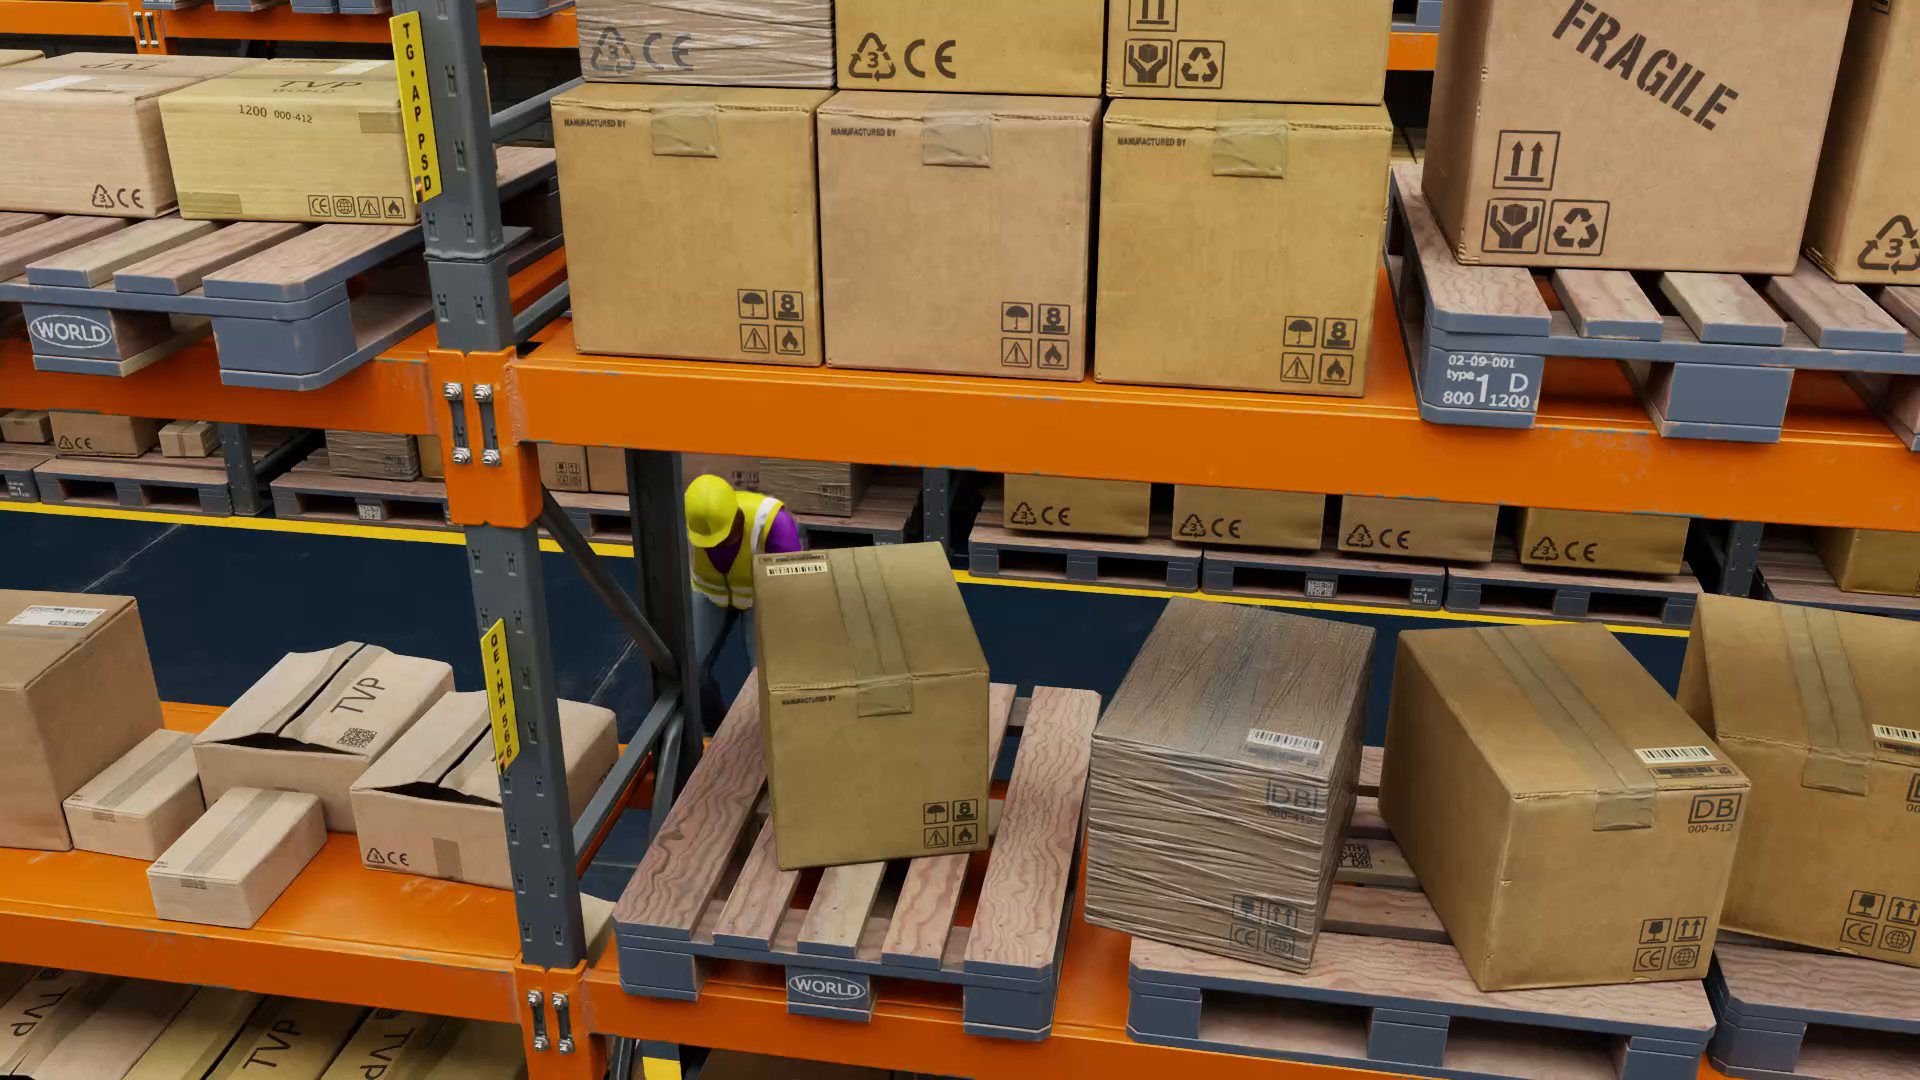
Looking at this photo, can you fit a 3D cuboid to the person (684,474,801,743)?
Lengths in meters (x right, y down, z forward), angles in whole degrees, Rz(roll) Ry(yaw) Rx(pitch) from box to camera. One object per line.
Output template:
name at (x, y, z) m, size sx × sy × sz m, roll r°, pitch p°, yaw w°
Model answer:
person at (-0.916, 0.306, 6.816) m, size 0.631 × 1.432 × 0.747 m, roll 4°, pitch 25°, yaw 9°
